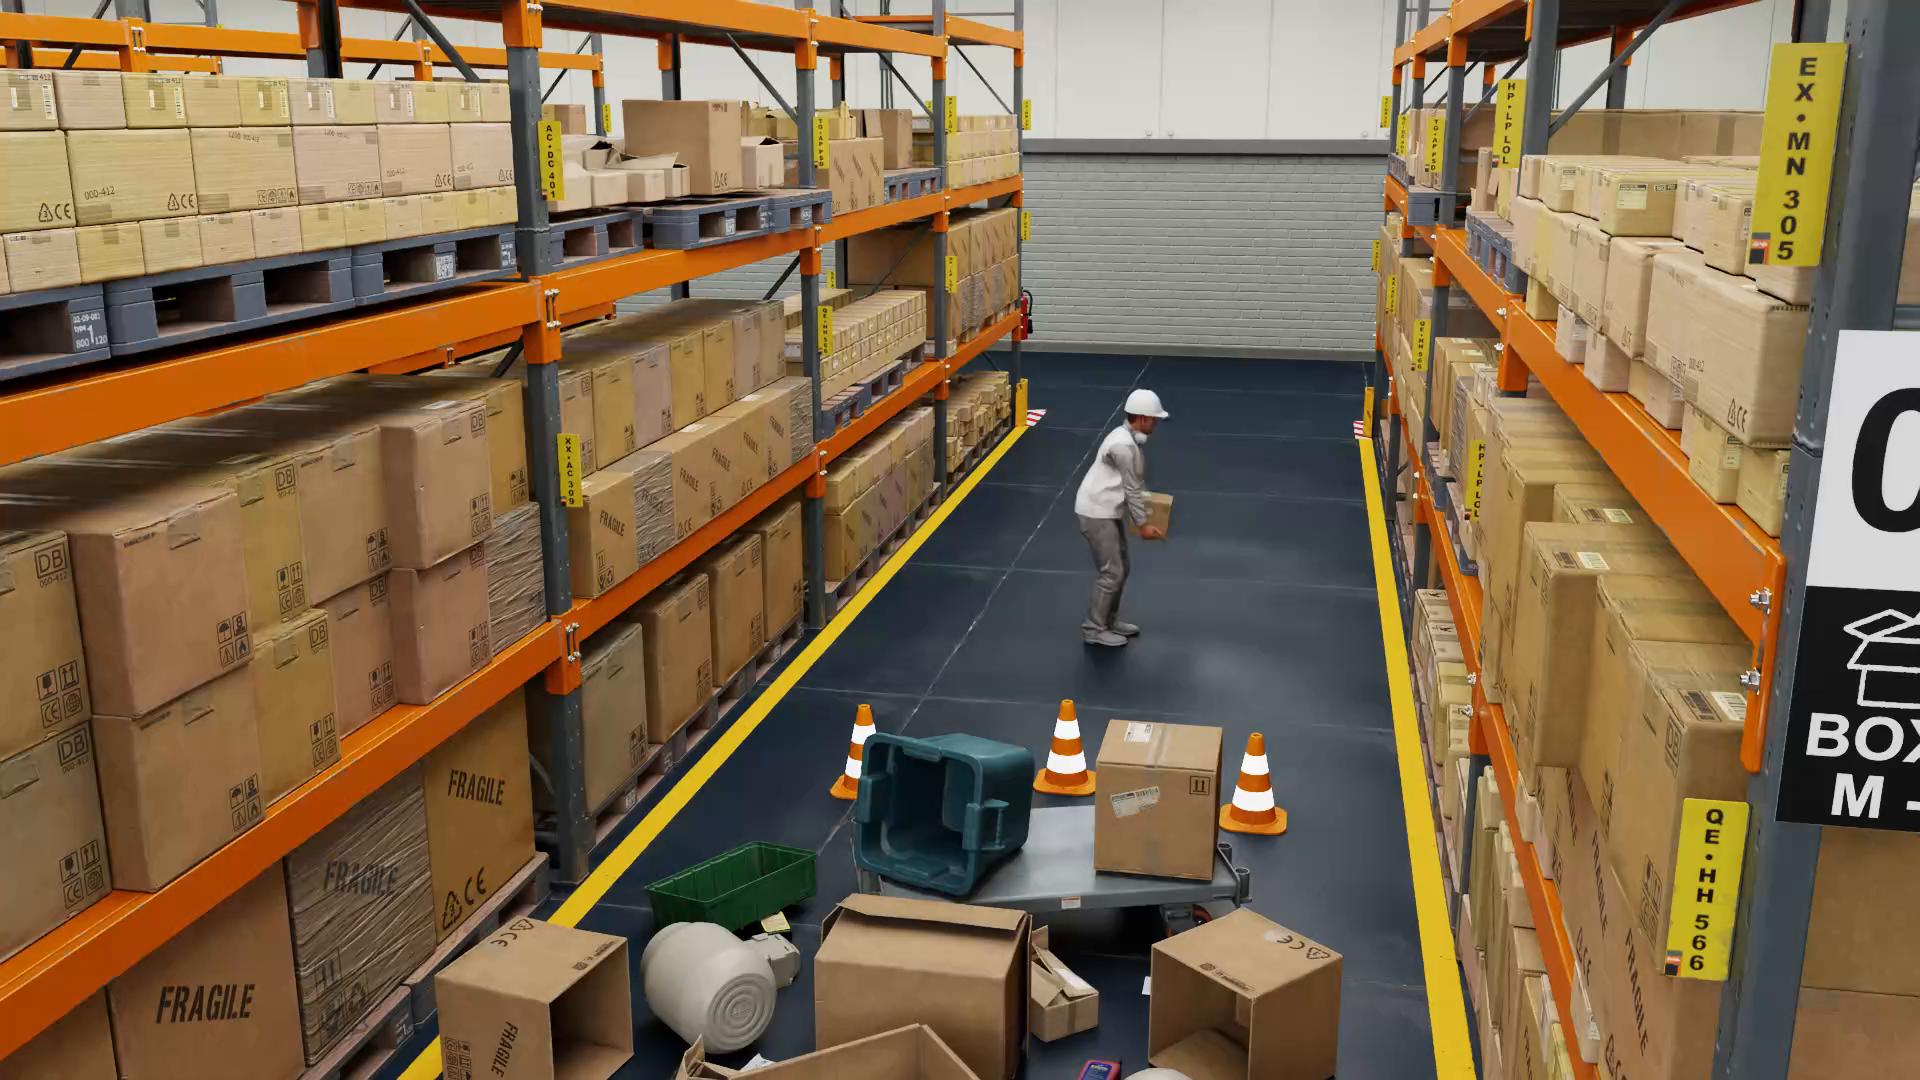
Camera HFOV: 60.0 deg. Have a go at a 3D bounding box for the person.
[{"bbox_3d":[1.077,-0.162,11.193,0.604,1.724,0.480,3,15,10],"label":"person"}]
